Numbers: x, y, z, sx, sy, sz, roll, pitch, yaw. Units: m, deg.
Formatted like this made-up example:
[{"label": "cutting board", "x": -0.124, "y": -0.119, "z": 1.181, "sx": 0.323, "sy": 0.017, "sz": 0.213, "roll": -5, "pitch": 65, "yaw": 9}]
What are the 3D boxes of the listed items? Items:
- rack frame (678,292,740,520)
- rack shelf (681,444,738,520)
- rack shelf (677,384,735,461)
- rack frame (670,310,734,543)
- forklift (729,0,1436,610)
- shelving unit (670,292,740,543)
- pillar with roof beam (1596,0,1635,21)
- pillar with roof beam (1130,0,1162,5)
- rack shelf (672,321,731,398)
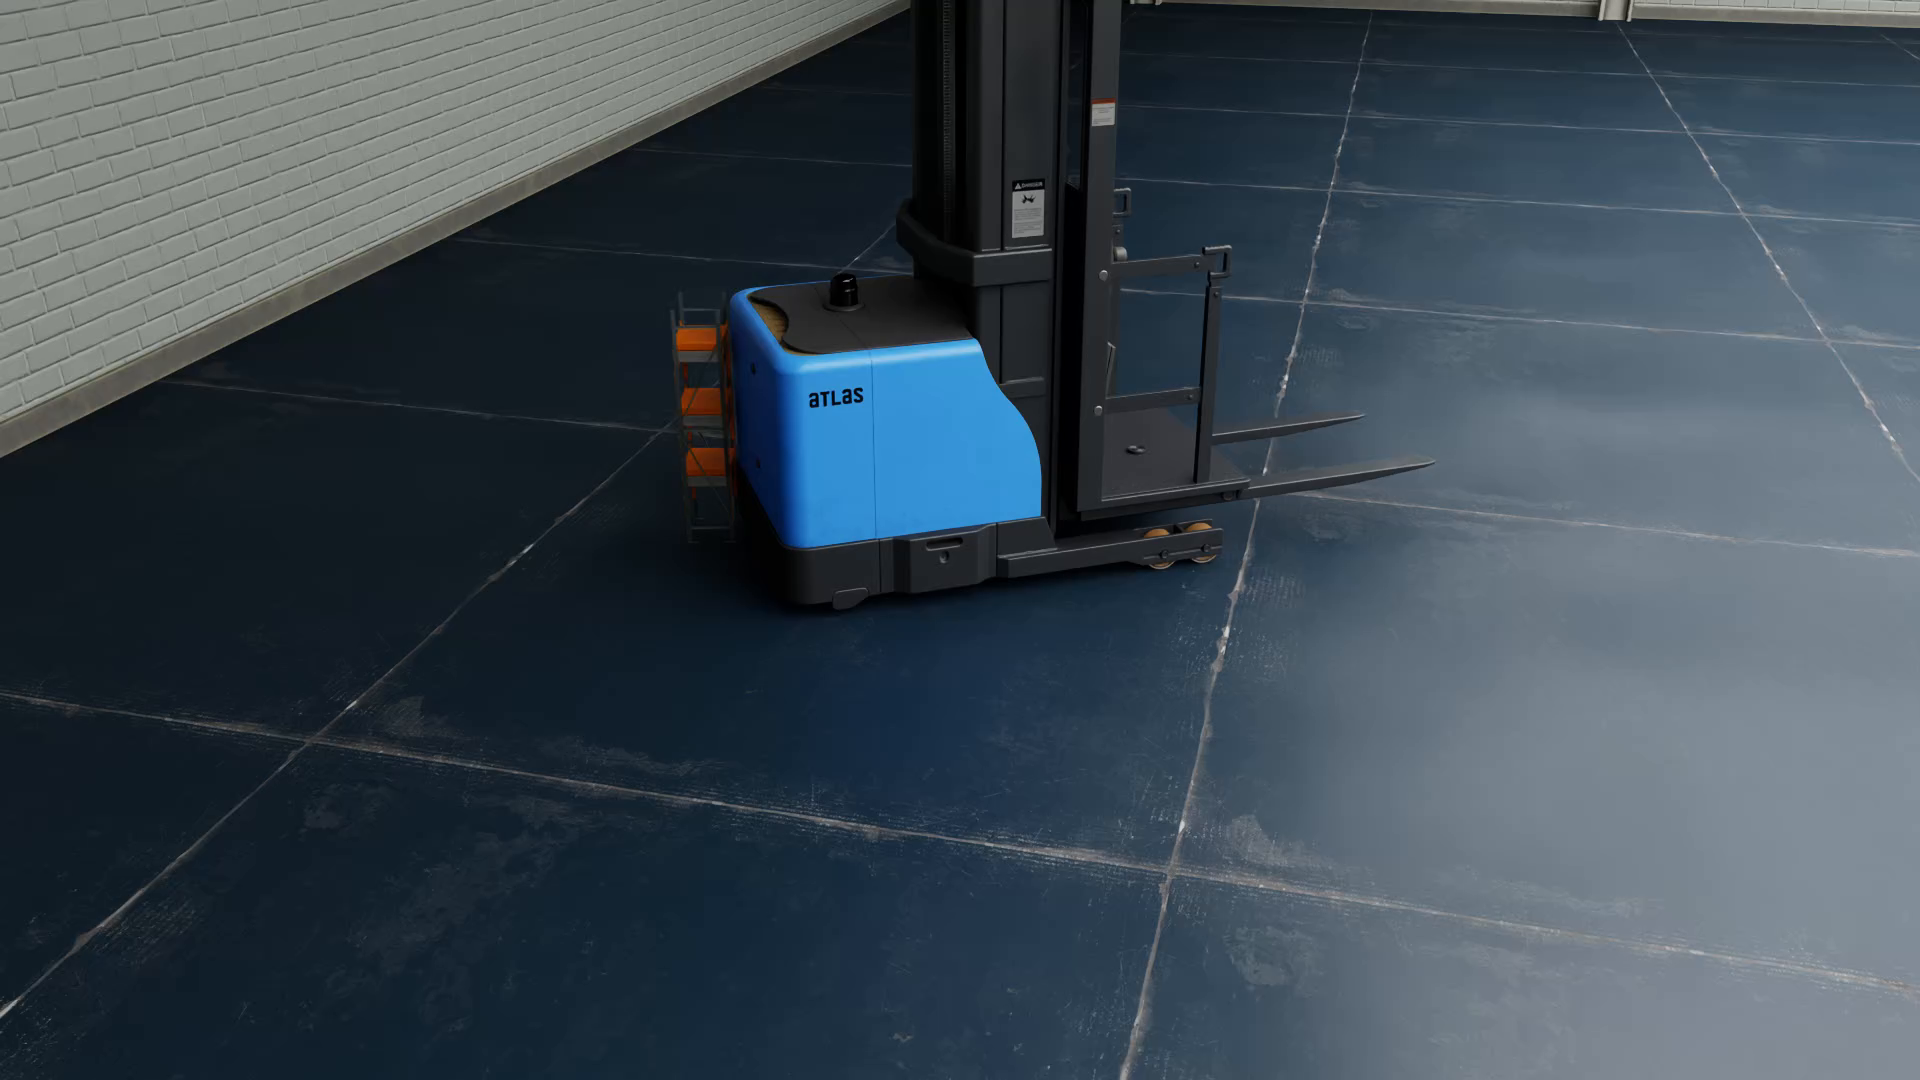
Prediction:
[{"label": "rack frame", "x": -1.086, "y": -0.566, "z": 7.218, "sx": 0.200, "sy": 1.050, "sz": 0.008, "roll": -1, "pitch": 25, "yaw": -1}, {"label": "rack shelf", "x": -1.083, "y": -0.253, "z": 7.232, "sx": 0.215, "sy": 0.259, "sz": 0.240, "roll": -1, "pitch": 25, "yaw": -1}, {"label": "rack shelf", "x": -1.083, "y": -0.504, "z": 7.113, "sx": 0.215, "sy": 0.259, "sz": 0.240, "roll": -1, "pitch": 25, "yaw": -1}, {"label": "rack frame", "x": -1.080, "y": -0.461, "z": 6.998, "sx": 0.200, "sy": 1.050, "sz": 0.008, "roll": -1, "pitch": 25, "yaw": -1}, {"label": "forklift", "x": 0.599, "y": -1.408, "z": 6.797, "sx": 3.031, "sy": 2.935, "sz": 1.130, "roll": -8, "pitch": 27, "yaw": -16}, {"label": "shelving unit", "x": -1.083, "y": -0.514, "z": 7.108, "sx": 0.215, "sy": 1.050, "sz": 0.252, "roll": -1, "pitch": 25, "yaw": -1}, {"label": "pillar with roof beam", "x": 7.261, "y": -8.916, "z": 15.508, "sx": 0.400, "sy": 9.000, "sz": 9.100, "roll": 6, "pitch": 26, "yaw": 13}, {"label": "pillar with roof beam", "x": 1.450, "y": -9.558, "z": 16.858, "sx": 0.400, "sy": 9.000, "sz": 9.100, "roll": 6, "pitch": 26, "yaw": 13}, {"label": "rack shelf", "x": -1.083, "y": -0.760, "z": 6.991, "sx": 0.215, "sy": 0.259, "sz": 0.240, "roll": -1, "pitch": 25, "yaw": -1}]
